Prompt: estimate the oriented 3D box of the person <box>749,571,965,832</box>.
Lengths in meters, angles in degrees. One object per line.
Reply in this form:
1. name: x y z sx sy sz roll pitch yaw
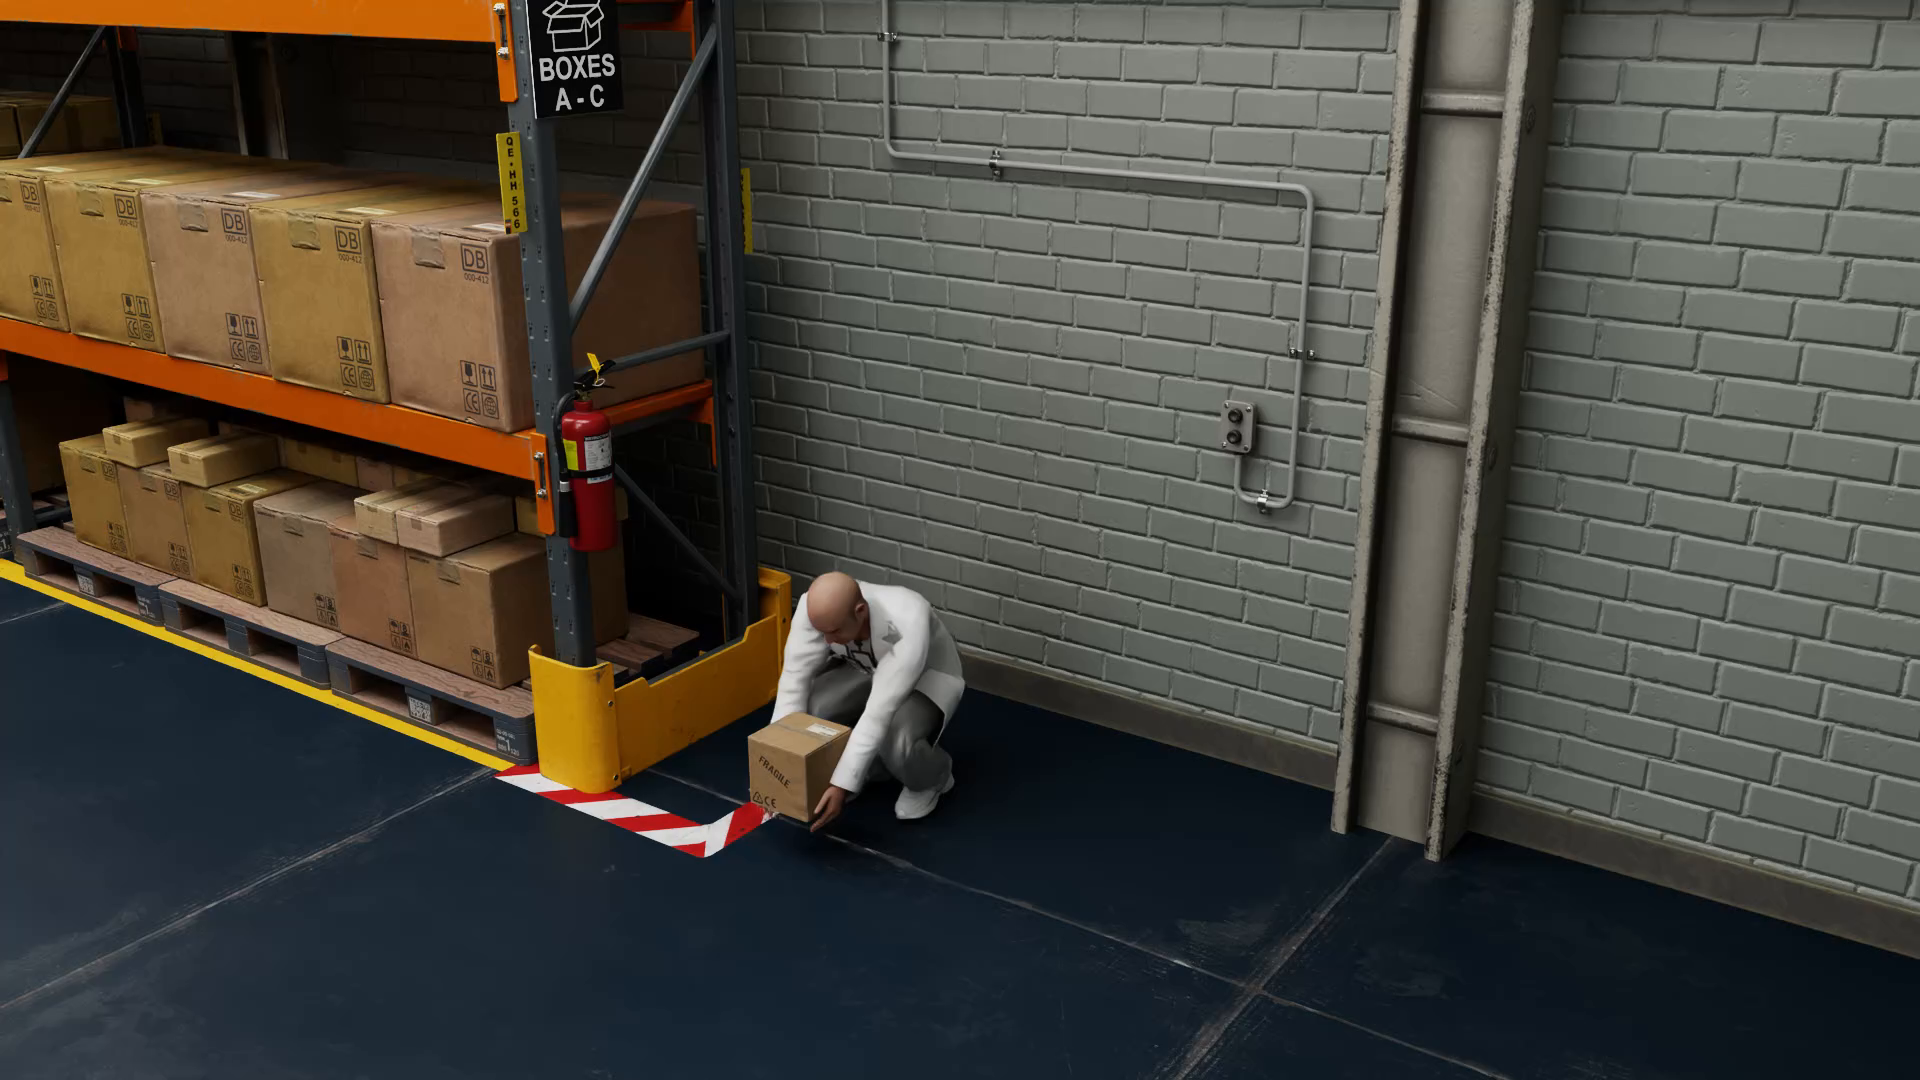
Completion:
1. person: -0.332 0.513 5.839 0.581 0.988 0.920 12 23 31
